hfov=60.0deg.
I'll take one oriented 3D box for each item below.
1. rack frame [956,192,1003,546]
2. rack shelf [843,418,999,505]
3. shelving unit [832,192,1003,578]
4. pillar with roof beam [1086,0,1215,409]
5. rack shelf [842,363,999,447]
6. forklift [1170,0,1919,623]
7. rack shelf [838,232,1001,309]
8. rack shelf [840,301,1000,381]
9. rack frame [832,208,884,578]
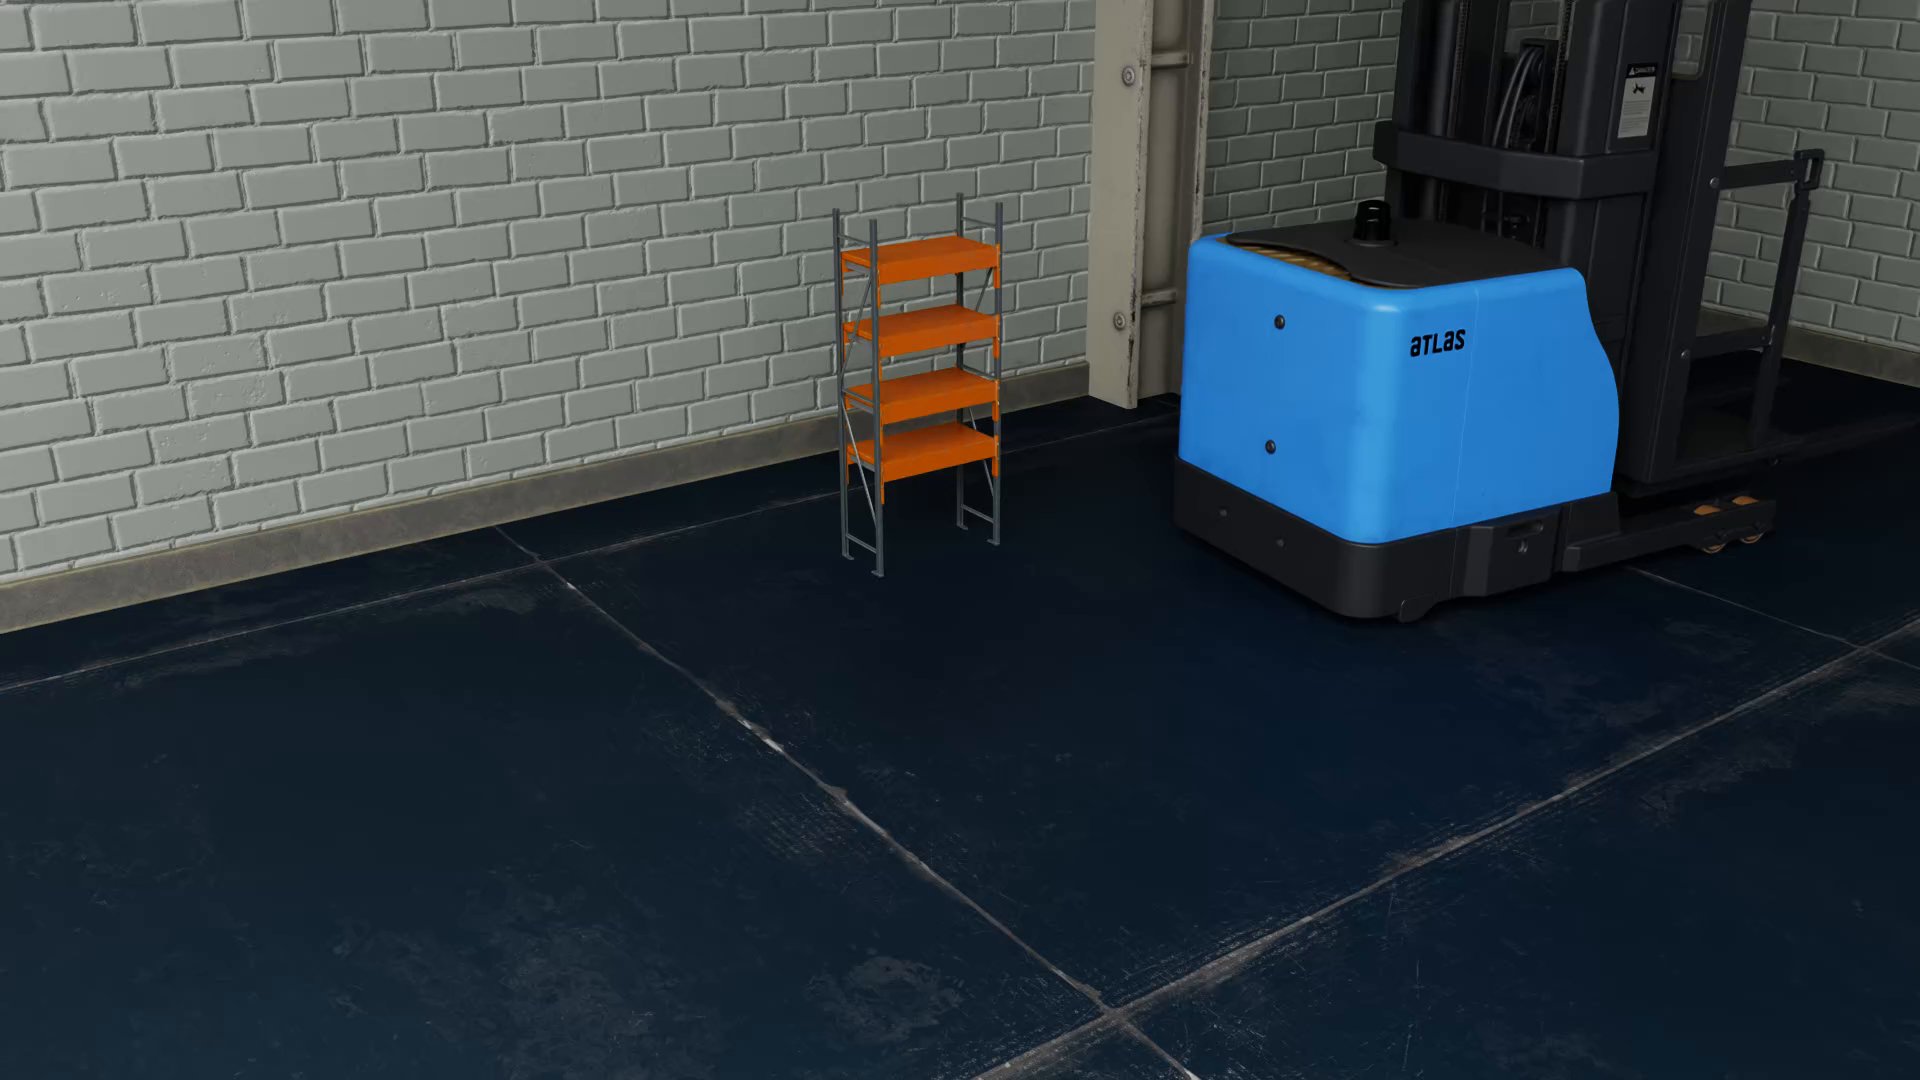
[{"bbox_3d":[0.064,-0.574,5.717,0.015,1.200,0.240,-15,26,-33],"label":"rack frame"},{"bbox_3d":[-0.134,-0.275,5.683,0.480,0.148,0.258,-15,26,-33],"label":"rack shelf"},{"bbox_3d":[-0.134,-0.521,5.584,0.503,1.200,0.258,-15,26,-33],"label":"shelving unit"},{"bbox_3d":[3.329,-3.551,2.653,0.400,9.000,9.100,-15,26,-33],"label":"pillar with roof beam"},{"bbox_3d":[-0.134,-0.459,5.609,0.480,0.148,0.258,-15,26,-33],"label":"rack shelf"},{"bbox_3d":[2.290,-1.475,5.638,3.031,2.935,1.130,-11,24,-26],"label":"forklift"},{"bbox_3d":[-0.134,-0.886,5.439,0.480,0.148,0.258,-15,26,-33],"label":"rack shelf"},{"bbox_3d":[-0.134,-0.667,5.526,0.480,0.148,0.258,-15,26,-33],"label":"rack shelf"},{"bbox_3d":[-0.332,-0.469,5.452,0.015,1.200,0.240,-15,26,-33],"label":"rack frame"}]
